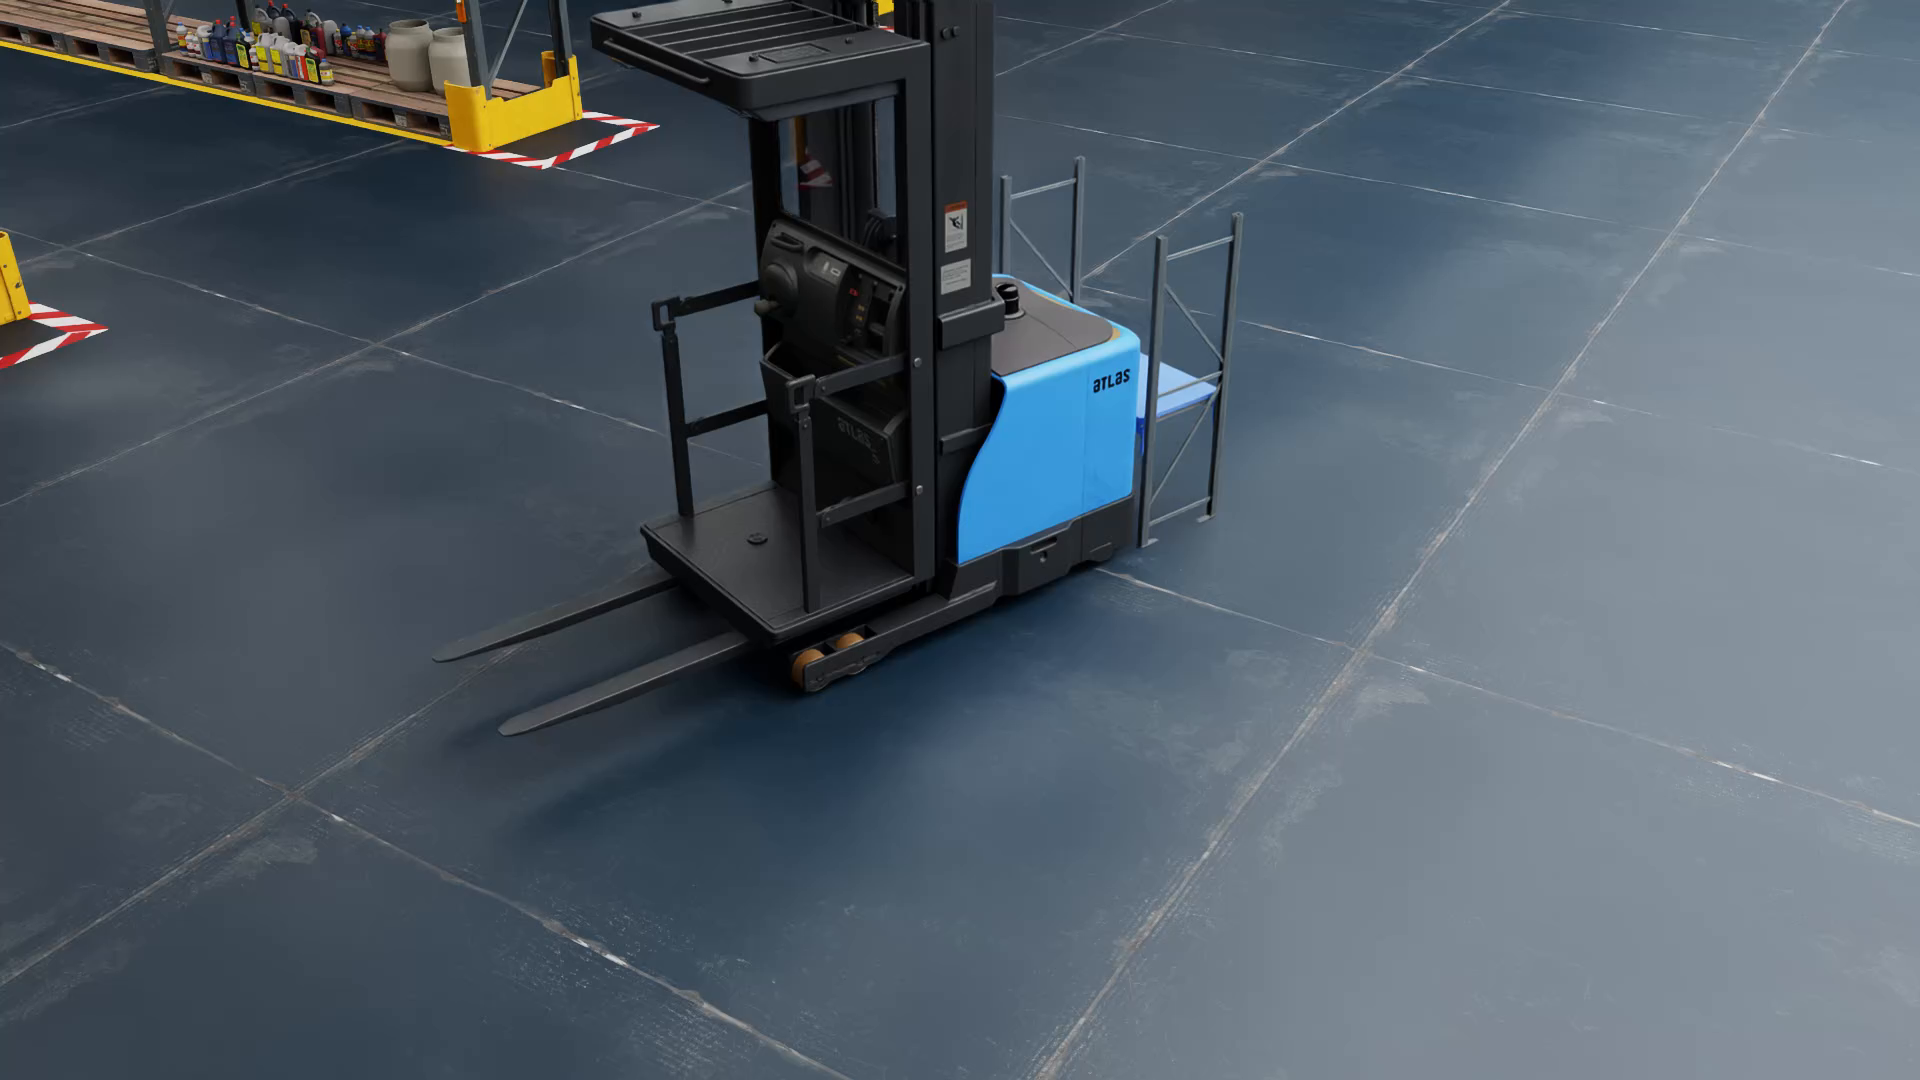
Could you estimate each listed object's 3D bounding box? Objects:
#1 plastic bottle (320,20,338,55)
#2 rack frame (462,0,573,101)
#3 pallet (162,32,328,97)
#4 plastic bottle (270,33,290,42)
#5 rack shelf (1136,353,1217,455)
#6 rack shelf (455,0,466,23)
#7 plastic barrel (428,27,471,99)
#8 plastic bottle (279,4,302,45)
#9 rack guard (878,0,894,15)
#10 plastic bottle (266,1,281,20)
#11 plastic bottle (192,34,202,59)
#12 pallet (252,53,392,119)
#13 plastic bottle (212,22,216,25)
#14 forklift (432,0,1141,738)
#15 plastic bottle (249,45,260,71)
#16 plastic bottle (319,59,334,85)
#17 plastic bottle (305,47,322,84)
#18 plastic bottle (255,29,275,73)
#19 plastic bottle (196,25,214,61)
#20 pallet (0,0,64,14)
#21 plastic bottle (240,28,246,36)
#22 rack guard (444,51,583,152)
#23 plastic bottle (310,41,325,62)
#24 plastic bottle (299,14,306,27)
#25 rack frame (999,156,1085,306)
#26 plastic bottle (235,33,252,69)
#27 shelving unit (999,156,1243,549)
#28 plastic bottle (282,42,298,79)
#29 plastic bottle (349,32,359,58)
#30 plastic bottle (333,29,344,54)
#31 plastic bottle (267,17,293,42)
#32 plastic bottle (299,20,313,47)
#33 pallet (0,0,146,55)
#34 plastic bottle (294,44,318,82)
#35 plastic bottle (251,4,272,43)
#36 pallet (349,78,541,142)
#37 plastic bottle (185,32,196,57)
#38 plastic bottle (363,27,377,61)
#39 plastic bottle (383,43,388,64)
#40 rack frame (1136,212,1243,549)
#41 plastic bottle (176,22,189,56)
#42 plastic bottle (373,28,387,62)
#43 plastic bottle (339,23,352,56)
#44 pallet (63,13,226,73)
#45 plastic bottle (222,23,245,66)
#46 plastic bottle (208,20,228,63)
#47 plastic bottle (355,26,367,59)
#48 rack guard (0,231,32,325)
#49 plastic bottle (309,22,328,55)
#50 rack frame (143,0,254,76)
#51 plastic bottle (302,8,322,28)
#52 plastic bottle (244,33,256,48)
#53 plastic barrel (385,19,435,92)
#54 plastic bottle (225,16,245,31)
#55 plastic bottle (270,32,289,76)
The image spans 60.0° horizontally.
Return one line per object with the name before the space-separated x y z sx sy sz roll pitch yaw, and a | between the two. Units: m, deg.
plastic bottle | -5.573 -4.439 14.649 0.135 0.276 0.152 18 35 28
rack frame | -3.455 -4.587 12.635 0.127 3.000 1.000 18 35 27
pallet | -6.296 -4.256 14.836 1.213 0.211 1.003 18 35 27
plastic bottle | -5.802 -4.184 14.211 0.135 0.276 0.152 18 35 27
rack shelf | 0.705 -0.735 7.878 0.538 0.185 1.000 -22 37 -33
rack shelf | -5.149 -4.812 13.735 4.000 0.370 1.077 18 35 27
plastic barrel | -4.053 -3.837 13.403 0.421 0.512 0.421 0 30 0
plastic bottle | -5.982 -4.603 14.856 0.185 0.351 0.144 16 34 25
rack guard | -0.886 -5.641 16.924 0.348 0.500 1.175 18 35 27
plastic bottle | -6.144 -4.655 14.944 0.185 0.351 0.144 17 34 26
plastic bottle | -6.634 -4.313 14.506 0.097 0.201 0.097 0 30 0
pallet | -5.259 -3.930 14.276 1.213 0.211 1.003 18 35 27
plastic bottle | -6.462 -4.373 14.529 0.133 0.283 0.061 18 35 27
forklift | -0.679 -0.957 6.481 3.031 2.935 1.130 -22 37 -32
plastic bottle | -5.993 -4.110 14.158 0.097 0.201 0.097 0 30 0
plastic bottle | -5.244 -3.873 13.752 0.097 0.201 0.097 0 30 0
plastic bottle | -5.352 -3.932 13.772 0.133 0.283 0.061 18 35 29
plastic bottle | -5.860 -4.146 14.073 0.185 0.351 0.144 17 34 27
plastic bottle | -6.518 -4.324 14.452 0.135 0.276 0.152 19 35 29
pallet | -9.595 -5.301 16.628 1.213 0.211 1.003 18 35 27
plastic bottle | -6.193 -4.289 14.396 0.097 0.271 0.097 0 30 0
rack guard | -3.544 -3.507 13.266 0.348 0.500 1.175 18 35 27
plastic bottle | -5.386 -4.033 13.946 0.133 0.283 0.061 18 35 27
plastic bottle | -5.822 -4.548 14.828 0.133 0.283 0.061 20 36 31
rack frame | 0.388 -1.090 8.131 0.500 1.500 0.032 -22 37 -33
plastic bottle | -6.102 -4.169 14.179 0.133 0.283 0.061 19 35 29
shelving unit | 0.705 -0.890 7.788 0.538 1.500 1.048 -22 37 -33
plastic bottle | -5.560 -4.022 13.933 0.135 0.276 0.152 17 34 26
plastic bottle | -5.284 -4.332 14.539 0.097 0.201 0.097 0 30 0
plastic bottle | -5.458 -4.387 14.633 0.097 0.201 0.097 0 30 0
plastic bottle | -6.039 -4.501 14.755 0.135 0.276 0.152 18 35 27
plastic bottle | -5.741 -4.437 14.638 0.133 0.283 0.061 18 35 27
pallet | -8.566 -4.974 16.067 1.213 0.211 1.003 18 35 27
plastic bottle | -5.442 -3.984 13.869 0.135 0.276 0.152 18 35 28
plastic bottle | -6.221 -4.593 14.838 0.185 0.351 0.144 18 35 27
pallet | -4.230 -3.602 13.716 1.213 0.211 1.003 18 35 27
plastic bottle | -6.720 -4.340 14.553 0.097 0.201 0.097 0 30 0
plastic bottle | -5.115 -4.309 14.430 0.097 0.271 0.097 0 30 0
plastic bottle | -4.913 -4.214 14.338 0.097 0.201 0.097 0 30 0
rack frame | 1.022 -0.690 7.444 0.500 1.500 0.032 -22 37 -33
plastic bottle | -6.806 -4.397 14.582 0.097 0.271 0.097 0 30 0
plastic bottle | -5.007 -4.291 14.387 0.133 0.283 0.061 18 35 28
plastic bottle | -5.372 -4.390 14.569 0.097 0.271 0.097 0 30 0
pallet | -7.529 -4.648 15.507 1.213 0.211 1.003 18 35 27
plastic bottle | -6.220 -4.260 14.268 0.185 0.351 0.144 16 34 25
plastic bottle | -6.380 -4.311 14.355 0.185 0.351 0.144 19 35 29
plastic bottle | -5.200 -4.336 14.476 0.097 0.271 0.097 0 30 0
rack guard | -6.071 -1.387 9.632 0.348 0.500 1.175 18 35 27
plastic bottle | -5.629 -4.397 14.569 0.133 0.283 0.061 18 35 27
rack frame | -6.843 -5.658 14.472 0.127 3.000 1.000 18 35 27
plastic bottle | -5.708 -4.517 14.708 0.185 0.351 0.144 17 34 27
plastic bottle | -6.075 -4.202 14.248 0.097 0.271 0.097 0 30 0
plastic barrel | -4.478 -3.971 13.633 0.421 0.512 0.421 0 30 0
plastic bottle | -6.303 -4.372 14.460 0.185 0.351 0.144 18 35 27
plastic bottle | -5.702 -4.096 13.987 0.185 0.351 0.144 19 35 29
